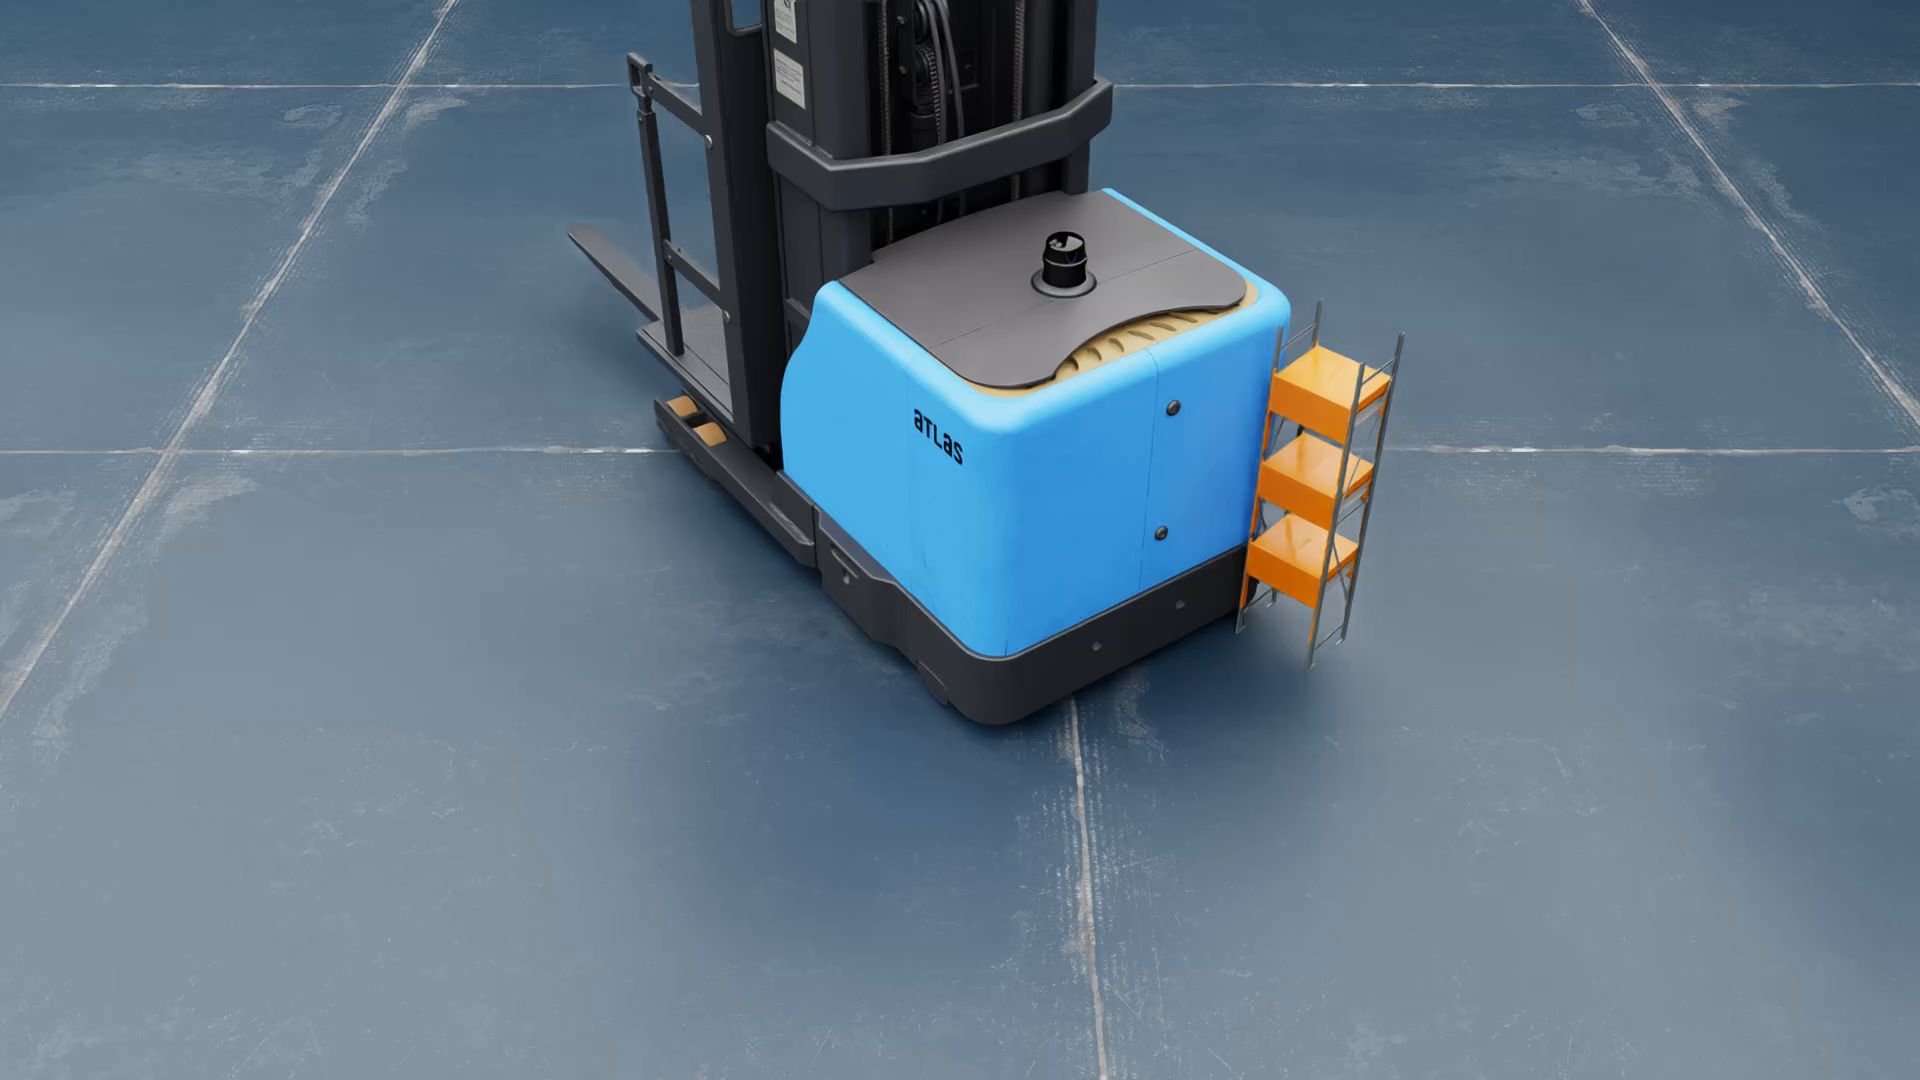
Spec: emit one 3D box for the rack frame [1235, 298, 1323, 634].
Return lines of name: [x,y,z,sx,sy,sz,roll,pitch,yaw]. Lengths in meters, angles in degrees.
rack frame: [0.882,-0.178,4.632,0.008,1.050,0.200,30,48,32]

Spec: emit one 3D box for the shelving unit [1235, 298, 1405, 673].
shelving unit: [0.972,-0.126,4.568,0.252,1.050,0.215,30,48,32]

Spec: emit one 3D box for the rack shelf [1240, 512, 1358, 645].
rack shelf: [0.972,0.099,4.748,0.240,0.259,0.215,30,48,32]

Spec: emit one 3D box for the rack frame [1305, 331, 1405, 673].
rack frame: [1.061,-0.074,4.503,0.008,1.050,0.200,30,48,32]

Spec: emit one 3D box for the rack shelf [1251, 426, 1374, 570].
rack shelf: [0.972,-0.118,4.574,0.240,0.259,0.215,30,48,32]

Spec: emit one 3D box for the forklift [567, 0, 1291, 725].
forklift: [-0.372,-1.522,4.805,1.130,2.935,3.031,-24,44,-27]

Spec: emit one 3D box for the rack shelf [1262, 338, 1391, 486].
rack shelf: [0.972,-0.339,4.397,0.240,0.259,0.215,30,48,32]
